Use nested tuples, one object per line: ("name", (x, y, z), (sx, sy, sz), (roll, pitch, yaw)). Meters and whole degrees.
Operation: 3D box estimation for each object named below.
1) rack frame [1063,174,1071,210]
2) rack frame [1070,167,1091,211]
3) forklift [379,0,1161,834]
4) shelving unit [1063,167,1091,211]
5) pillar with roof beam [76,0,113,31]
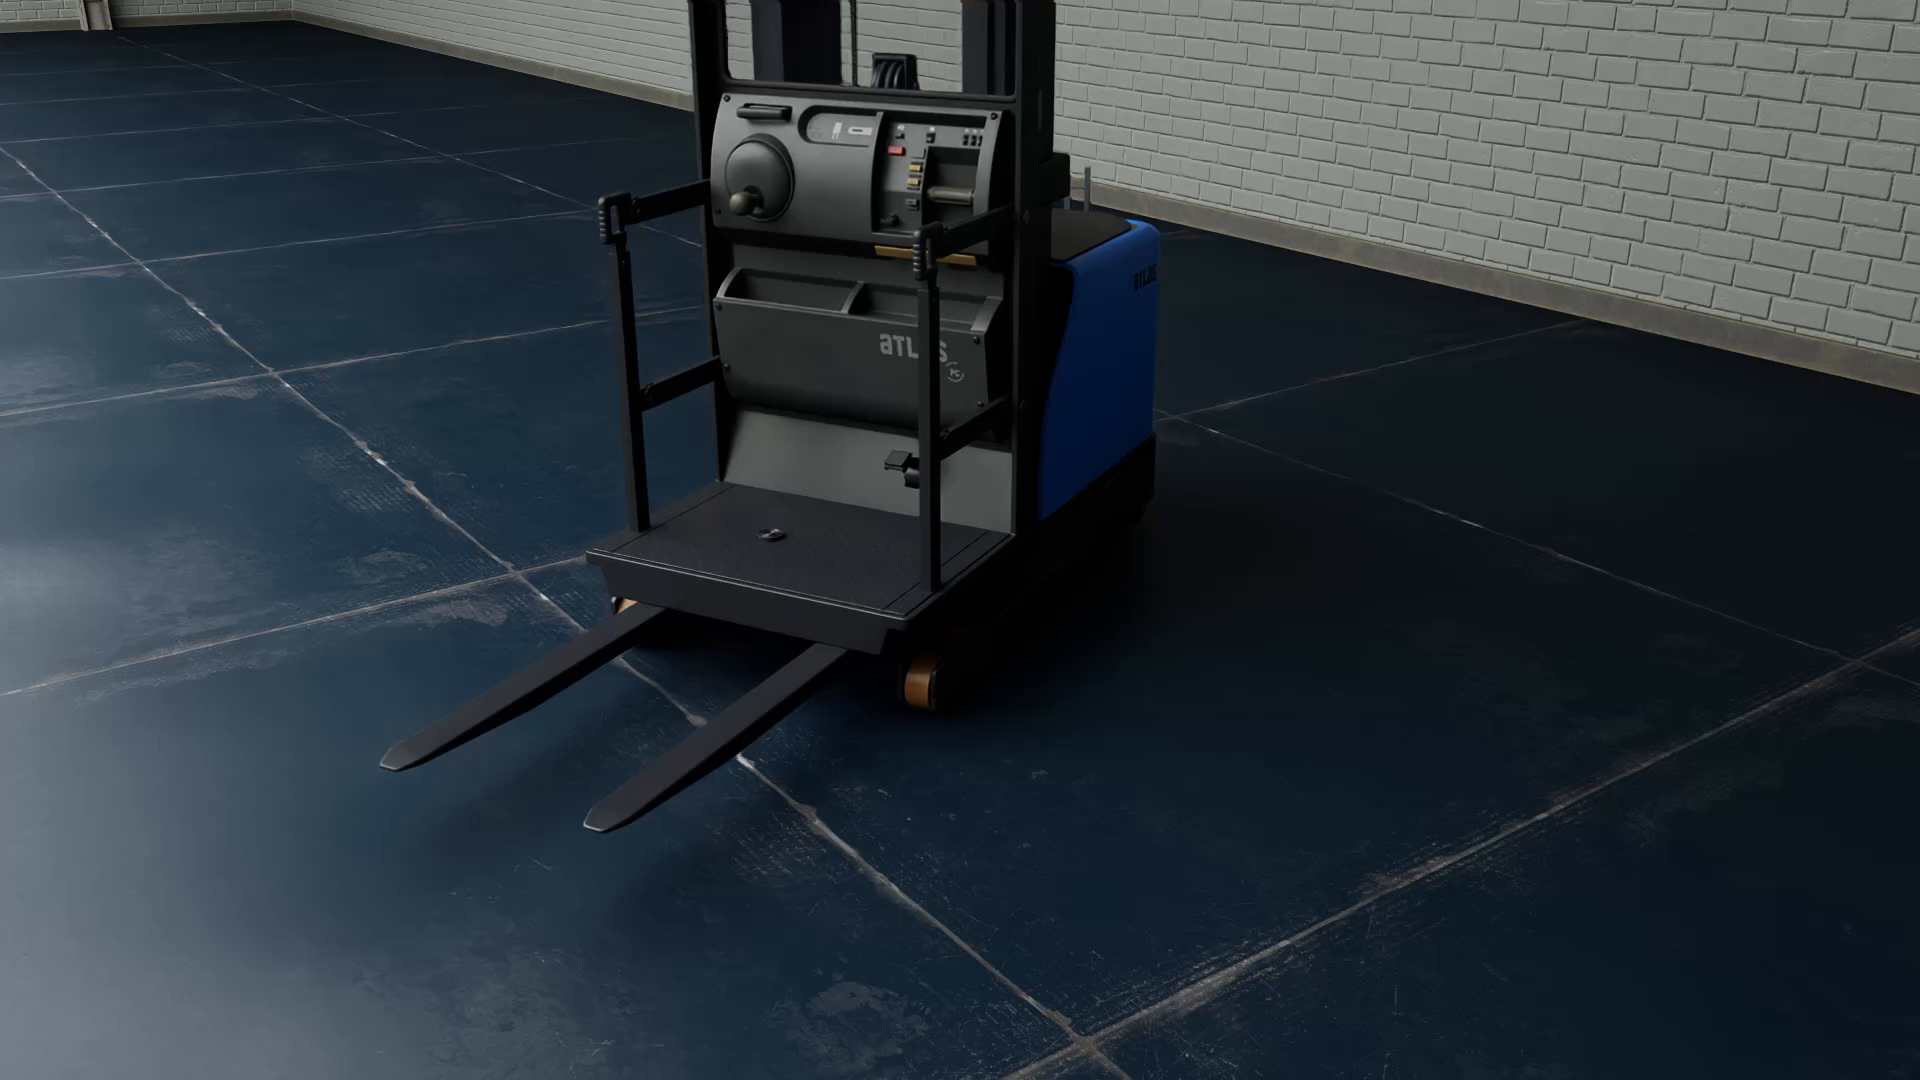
("rack frame", (0.286, -0.764, 6.191), (0.240, 1.200, 0.006), (11, 24, 25))
("rack frame", (0.369, -0.824, 6.343), (0.240, 1.200, 0.006), (11, 24, 25))
("forklift", (-0.404, -1.064, 4.609), (1.130, 2.935, 3.031), (11, 24, 25))
("shelving unit", (0.328, -0.794, 6.267), (0.258, 1.200, 0.189), (11, 24, 25))
("pillar with roof beam", (-10.757, -10.738, 20.663), (0.400, 9.000, 9.100), (-15, 26, -33))
